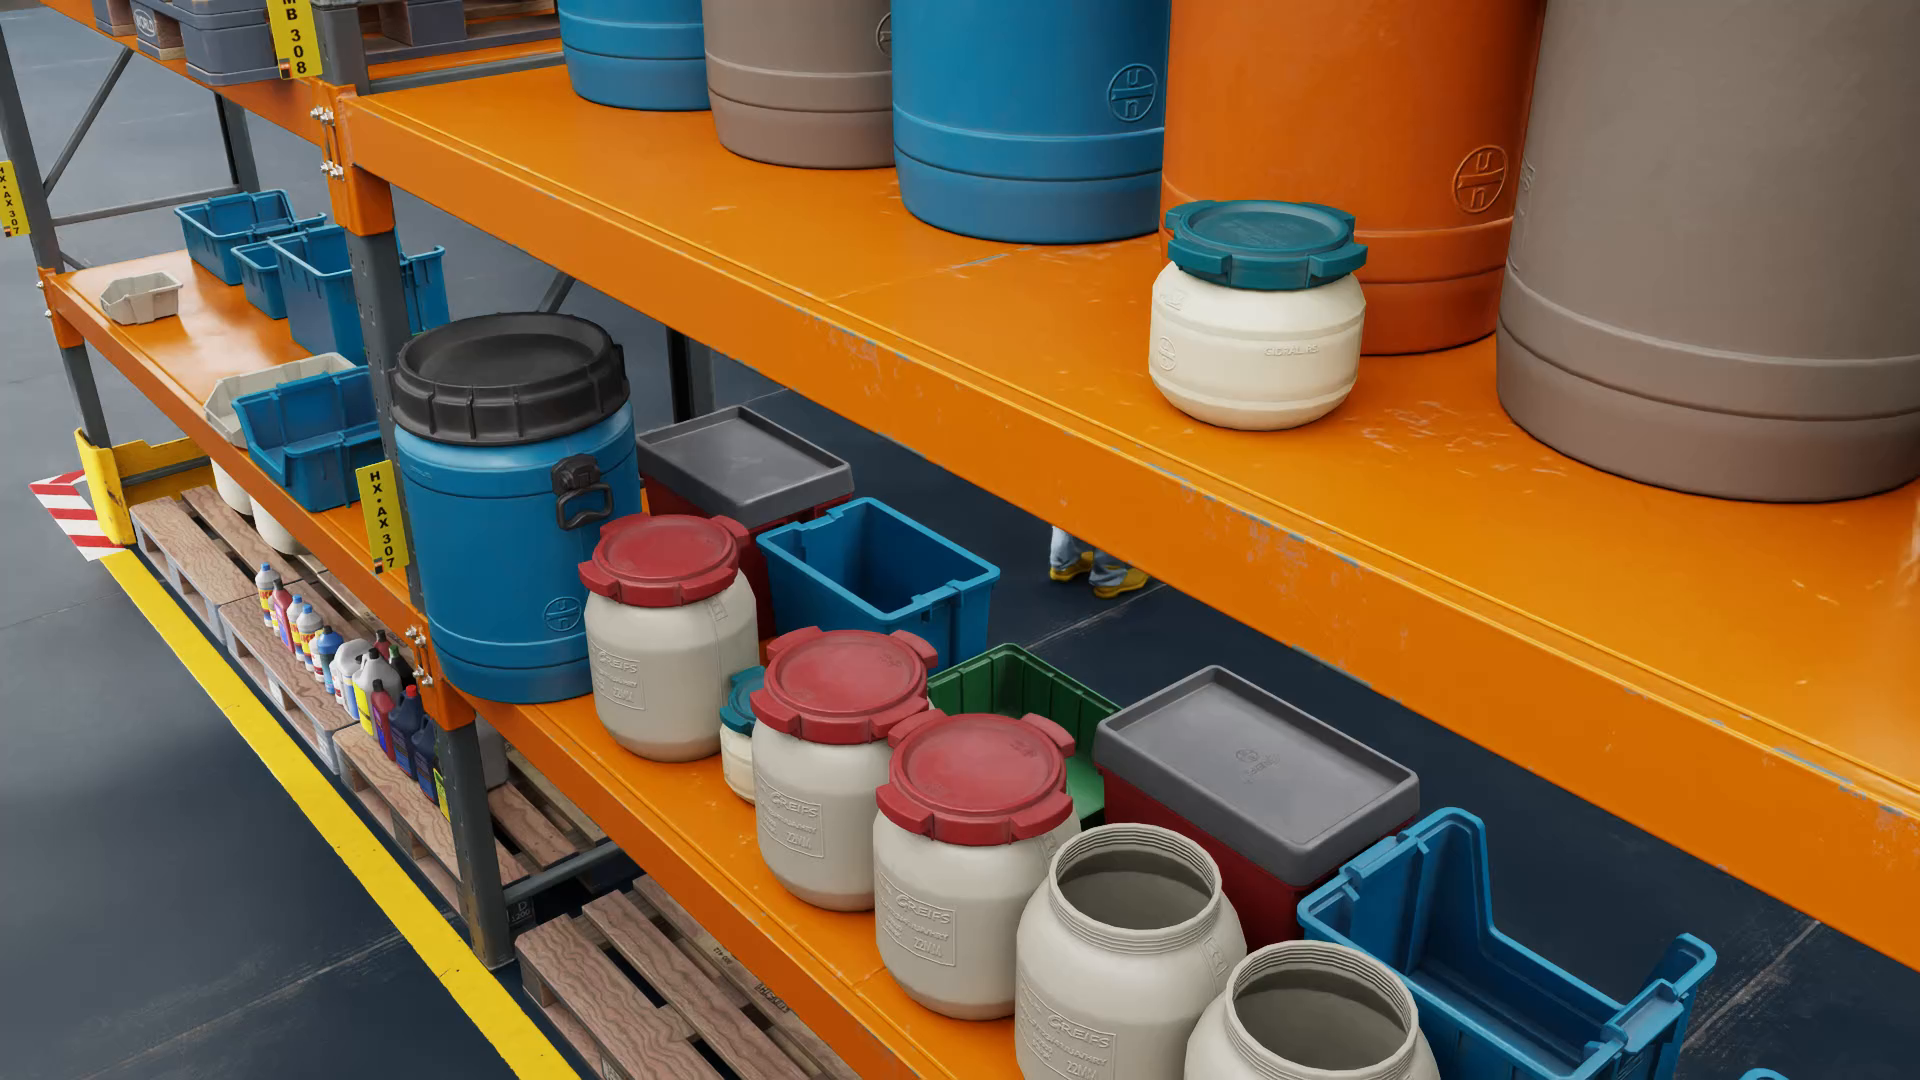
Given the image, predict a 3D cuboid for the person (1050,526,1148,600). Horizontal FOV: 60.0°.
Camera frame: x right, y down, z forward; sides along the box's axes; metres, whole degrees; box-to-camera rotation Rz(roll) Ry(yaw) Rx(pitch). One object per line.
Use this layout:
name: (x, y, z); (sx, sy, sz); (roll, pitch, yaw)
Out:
person: (0.619, -0.598, 7.234); (0.373, 1.771, 0.565); (-21, 34, -34)
